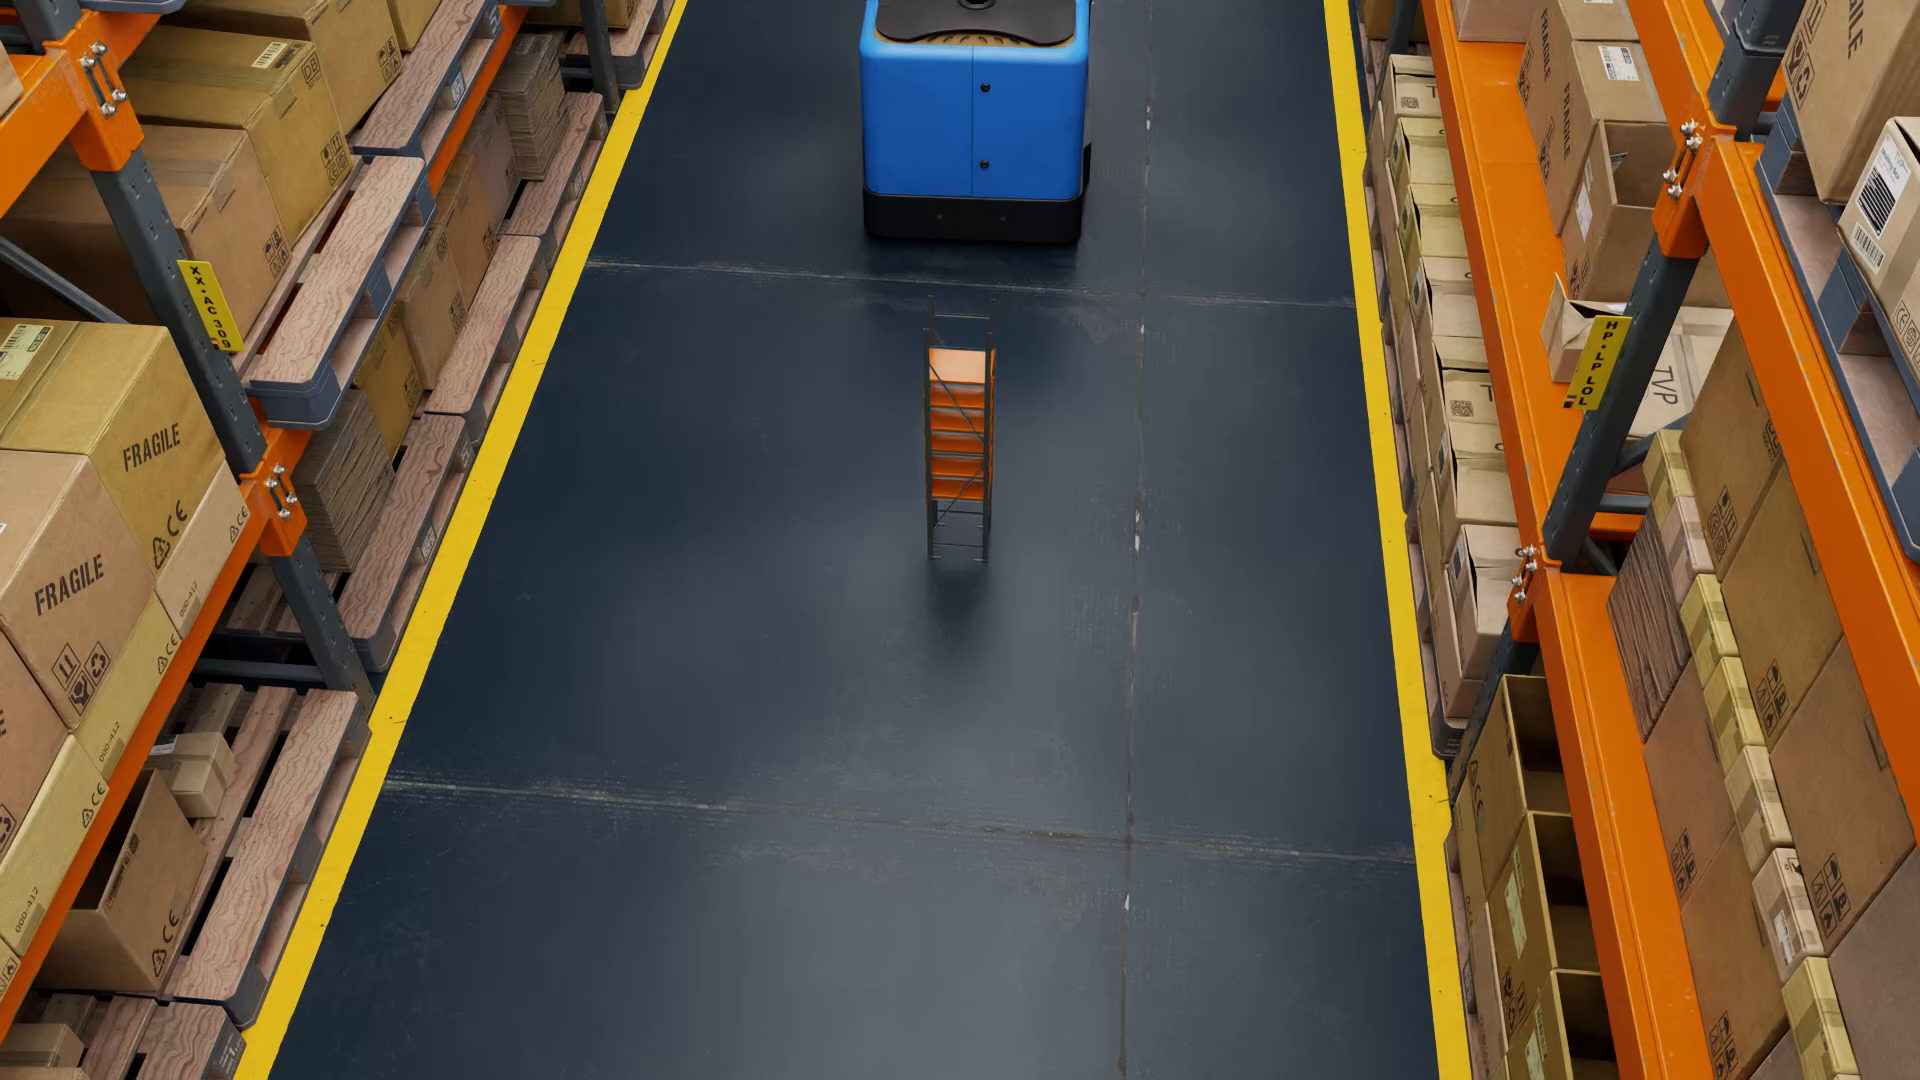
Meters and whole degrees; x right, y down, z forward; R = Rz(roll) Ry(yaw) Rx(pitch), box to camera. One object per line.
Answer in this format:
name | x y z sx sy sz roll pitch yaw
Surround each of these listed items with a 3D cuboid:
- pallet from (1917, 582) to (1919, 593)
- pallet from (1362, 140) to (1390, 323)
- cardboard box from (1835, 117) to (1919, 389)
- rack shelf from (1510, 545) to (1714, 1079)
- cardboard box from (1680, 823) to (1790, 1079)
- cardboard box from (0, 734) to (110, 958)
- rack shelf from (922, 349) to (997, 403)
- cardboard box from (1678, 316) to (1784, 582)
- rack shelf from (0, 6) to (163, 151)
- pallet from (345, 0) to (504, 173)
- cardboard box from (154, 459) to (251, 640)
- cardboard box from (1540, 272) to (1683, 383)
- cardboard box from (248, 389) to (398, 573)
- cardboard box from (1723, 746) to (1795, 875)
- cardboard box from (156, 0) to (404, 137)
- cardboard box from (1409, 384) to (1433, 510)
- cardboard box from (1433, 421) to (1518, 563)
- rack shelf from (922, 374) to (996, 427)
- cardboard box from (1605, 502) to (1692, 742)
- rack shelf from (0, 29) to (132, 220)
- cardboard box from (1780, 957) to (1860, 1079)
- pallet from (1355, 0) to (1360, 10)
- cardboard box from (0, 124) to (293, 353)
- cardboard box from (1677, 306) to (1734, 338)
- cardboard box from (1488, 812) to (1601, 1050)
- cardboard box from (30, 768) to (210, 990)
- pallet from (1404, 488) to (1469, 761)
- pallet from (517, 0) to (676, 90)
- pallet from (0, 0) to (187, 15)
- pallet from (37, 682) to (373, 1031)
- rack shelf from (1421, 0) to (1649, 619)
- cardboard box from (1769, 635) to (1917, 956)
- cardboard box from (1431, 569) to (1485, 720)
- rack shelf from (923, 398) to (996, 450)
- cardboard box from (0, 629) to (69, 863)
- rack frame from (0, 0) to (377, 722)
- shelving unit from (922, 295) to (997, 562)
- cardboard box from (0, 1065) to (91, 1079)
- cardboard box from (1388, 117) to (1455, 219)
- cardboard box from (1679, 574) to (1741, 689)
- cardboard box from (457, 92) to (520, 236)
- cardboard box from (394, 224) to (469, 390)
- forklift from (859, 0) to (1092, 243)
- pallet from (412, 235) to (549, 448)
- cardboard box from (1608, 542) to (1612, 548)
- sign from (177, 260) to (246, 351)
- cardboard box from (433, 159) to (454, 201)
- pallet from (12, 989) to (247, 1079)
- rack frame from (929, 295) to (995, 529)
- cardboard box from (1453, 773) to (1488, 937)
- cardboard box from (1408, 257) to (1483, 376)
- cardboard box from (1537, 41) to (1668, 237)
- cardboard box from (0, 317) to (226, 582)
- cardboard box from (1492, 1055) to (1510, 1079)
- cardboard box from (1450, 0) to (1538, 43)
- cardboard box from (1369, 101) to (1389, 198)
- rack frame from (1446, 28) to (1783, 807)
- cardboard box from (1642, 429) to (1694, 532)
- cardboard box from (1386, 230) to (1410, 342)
pallet | 2.079 0.463 2.347 1.003 0.211 1.213 4 48 4
pallet | 2.496 -1.473 7.980 1.003 0.211 1.213 4 48 4
cardboard box | 1.887 -0.499 2.848 0.500 0.311 0.500 2 48 1
rack shelf | 2.063 1.635 3.735 1.077 0.370 4.000 4 48 4
cardboard box | 2.120 0.972 3.786 0.700 0.500 0.500 5 48 4
cardboard box | -2.514 0.741 4.153 0.500 0.250 0.500 4 48 3
rack shelf | -0.001 -0.607 6.091 0.258 0.103 0.180 4 48 4
cardboard box | 2.211 -0.222 3.999 0.700 0.500 0.500 4 48 4
rack shelf | -2.506 -2.647 5.619 1.077 0.370 4.000 4 48 4
pallet | -2.463 -1.825 6.542 1.003 0.211 1.213 4 48 4
cardboard box | -2.430 0.005 4.827 0.500 0.250 0.500 4 48 4
cardboard box | 2.142 -0.690 5.465 0.396 0.266 0.258 3 48 3
cardboard box | -2.638 -0.254 6.372 0.700 0.500 0.500 5 48 5
cardboard box | 1.936 0.606 3.682 0.380 0.149 0.250 2 48 2
cardboard box | -2.521 -1.857 6.076 0.700 0.500 0.500 10 48 9
cardboard box | 2.088 -0.362 6.653 0.500 0.250 0.500 5 48 4
cardboard box | 2.038 -0.180 6.106 0.500 0.311 0.500 5 48 5
rack shelf | -0.001 -0.526 6.179 0.258 0.103 0.180 4 48 4
cardboard box | 2.211 0.216 4.478 0.700 0.500 0.500 3 48 3
rack shelf | -2.871 0.293 2.930 1.077 0.370 4.000 4 48 4
cardboard box | 1.890 0.993 3.327 0.380 0.149 0.250 4 48 3
pallet | 2.829 -3.515 9.848 1.003 0.211 1.213 4 48 4
cardboard box | -2.608 -0.961 5.256 0.700 0.500 0.500 4 48 4
cardboard box | 2.529 -0.630 5.489 0.380 0.149 0.250 4 48 4
cardboard box | 1.853 1.144 4.768 0.500 0.500 0.500 4 48 4
cardboard box | -2.743 1.053 5.176 0.500 0.500 0.500 1 48 1
pallet | 2.273 0.320 6.340 1.003 0.211 1.213 4 48 4
pallet | -2.177 -2.980 9.358 1.003 0.211 1.213 4 48 4
pallet | -2.526 -1.803 4.487 1.213 0.211 1.003 4 48 4
pallet | -2.714 1.030 5.691 1.003 0.211 1.213 4 48 4
rack shelf | 2.427 -1.304 6.423 1.077 0.370 4.000 4 48 4
cardboard box | 2.120 0.517 3.323 0.700 0.500 0.500 4 48 4
cardboard box | 1.994 0.385 5.970 0.500 0.250 0.500 3 48 3
rack shelf | -0.001 -0.445 6.268 0.258 0.103 0.180 4 48 4
cardboard box | -2.520 0.488 3.877 0.500 0.500 0.500 3 48 2
rack frame | -2.688 -0.407 5.116 1.000 3.000 0.127 4 48 4
shelving unit | -0.001 -0.394 6.323 0.258 1.200 0.189 4 48 4
cardboard box | -2.732 1.770 4.520 0.700 0.500 0.500 1 48 1
cardboard box | 2.230 -1.668 7.467 0.500 0.311 0.500 3 48 3
cardboard box | 1.983 0.229 4.026 0.380 0.149 0.250 3 48 3
cardboard box | -2.500 -1.748 7.738 0.700 0.500 0.500 4 48 3
cardboard box | -2.554 -1.010 7.062 0.700 0.500 0.500 4 48 4
forklift | 0.137 -3.500 7.991 1.130 2.935 3.031 2 48 2
pallet | -2.510 -0.937 7.490 1.003 0.211 1.213 4 48 4
cardboard box | 2.582 -0.134 6.065 0.500 0.311 0.500 3 48 3
sign | -2.147 -0.669 4.768 0.100 0.325 0.005 4 48 4
cardboard box | -2.494 -1.579 7.075 0.500 0.250 0.500 4 48 3
pallet | -2.823 1.929 4.869 1.003 0.211 1.213 4 48 4
rack frame | 0.007 -0.462 6.385 0.240 1.200 0.006 4 48 4
cardboard box | 1.901 1.030 5.380 0.500 0.250 0.500 4 48 4
cardboard box | 2.135 -0.915 6.779 0.500 0.311 0.500 3 48 3
cardboard box | 2.425 -1.429 5.983 0.500 0.500 0.500 4 48 4
cardboard box | -2.424 -0.248 4.550 0.500 0.500 0.500 4 48 3
cardboard box | 1.799 1.764 4.709 0.500 0.250 0.500 4 48 4
cardboard box | 2.335 -2.342 6.946 0.500 0.311 0.500 3 48 3
cardboard box | 2.269 -1.865 8.028 0.500 0.250 0.500 4 48 3
rack frame | 2.245 -0.077 4.814 1.000 3.000 0.127 4 48 4
cardboard box | 2.028 -0.145 4.369 0.380 0.149 0.250 4 48 3
cardboard box | 2.183 -1.113 7.340 0.500 0.250 0.500 3 48 2
